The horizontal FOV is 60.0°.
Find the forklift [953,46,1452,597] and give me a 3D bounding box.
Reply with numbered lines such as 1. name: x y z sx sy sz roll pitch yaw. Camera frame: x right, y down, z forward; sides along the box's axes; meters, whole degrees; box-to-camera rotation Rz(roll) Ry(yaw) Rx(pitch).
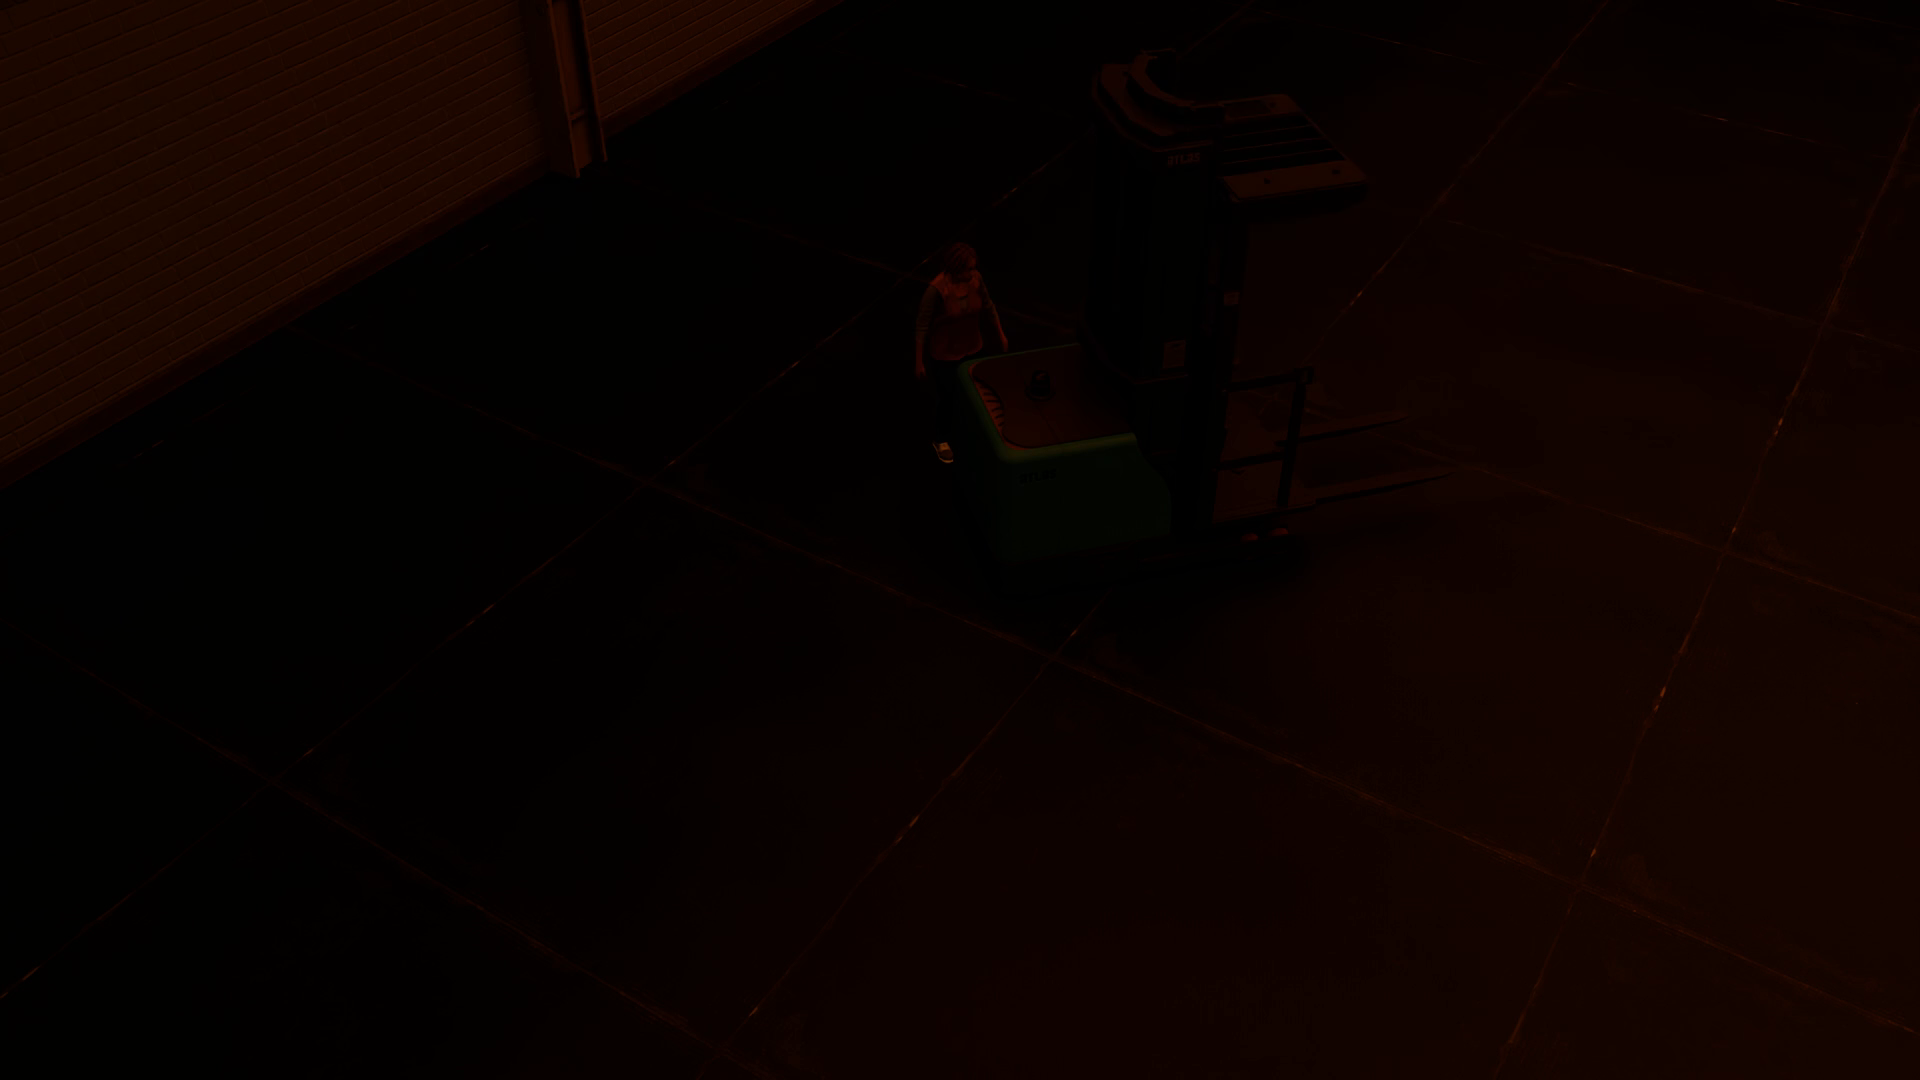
1. forklift: 1.532 -1.315 9.519 3.031 2.935 1.130 -10 41 -12

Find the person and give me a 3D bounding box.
1. person: 0.002 -1.186 10.420 0.641 1.573 0.363 -24 46 -25
